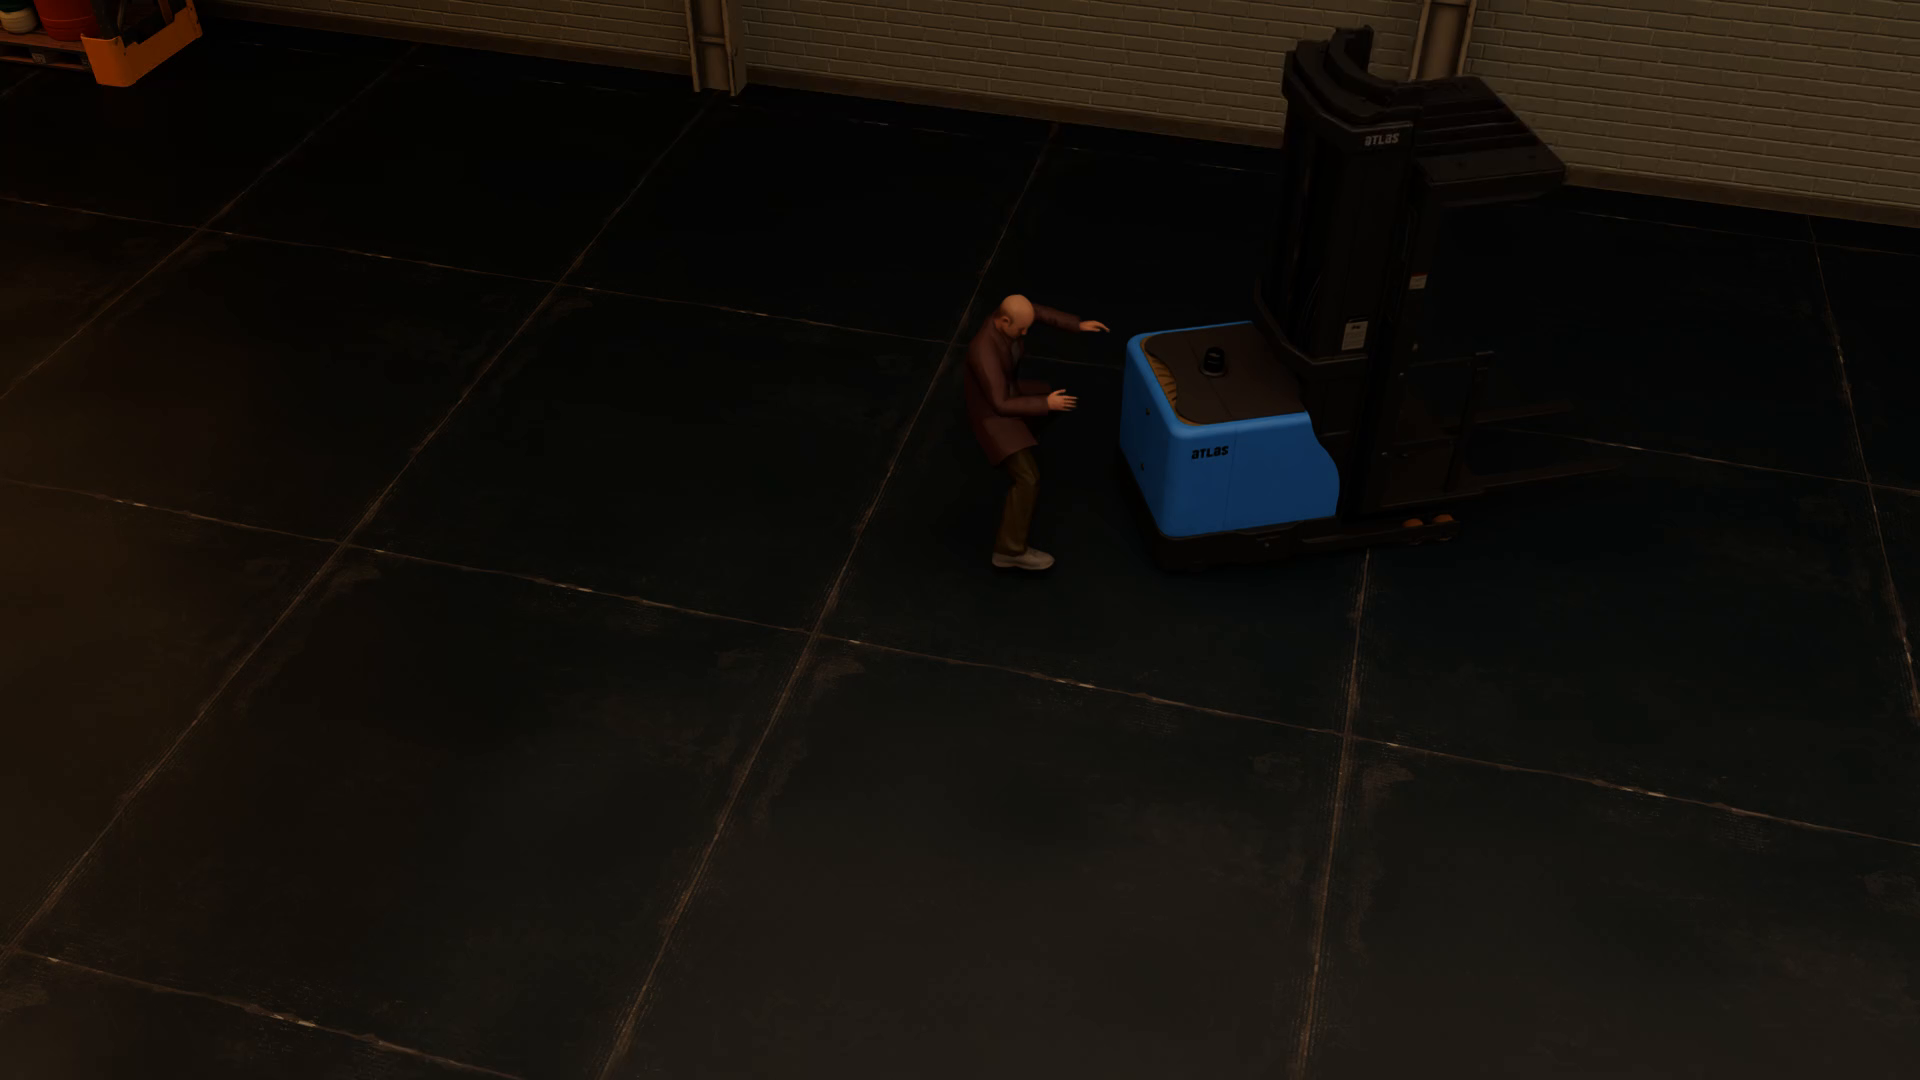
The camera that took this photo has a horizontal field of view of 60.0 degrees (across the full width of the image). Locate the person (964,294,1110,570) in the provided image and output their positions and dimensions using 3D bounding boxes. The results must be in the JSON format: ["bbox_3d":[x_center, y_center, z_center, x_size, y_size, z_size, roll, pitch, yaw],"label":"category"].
[{"bbox_3d":[0.405,-0.807,9.795,0.713,1.514,1.267,14,43,15],"label":"person"}]

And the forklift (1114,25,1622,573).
[{"bbox_3d":[2.542,-1.403,9.462,3.031,2.935,1.130,-8,42,-9],"label":"forklift"}]
